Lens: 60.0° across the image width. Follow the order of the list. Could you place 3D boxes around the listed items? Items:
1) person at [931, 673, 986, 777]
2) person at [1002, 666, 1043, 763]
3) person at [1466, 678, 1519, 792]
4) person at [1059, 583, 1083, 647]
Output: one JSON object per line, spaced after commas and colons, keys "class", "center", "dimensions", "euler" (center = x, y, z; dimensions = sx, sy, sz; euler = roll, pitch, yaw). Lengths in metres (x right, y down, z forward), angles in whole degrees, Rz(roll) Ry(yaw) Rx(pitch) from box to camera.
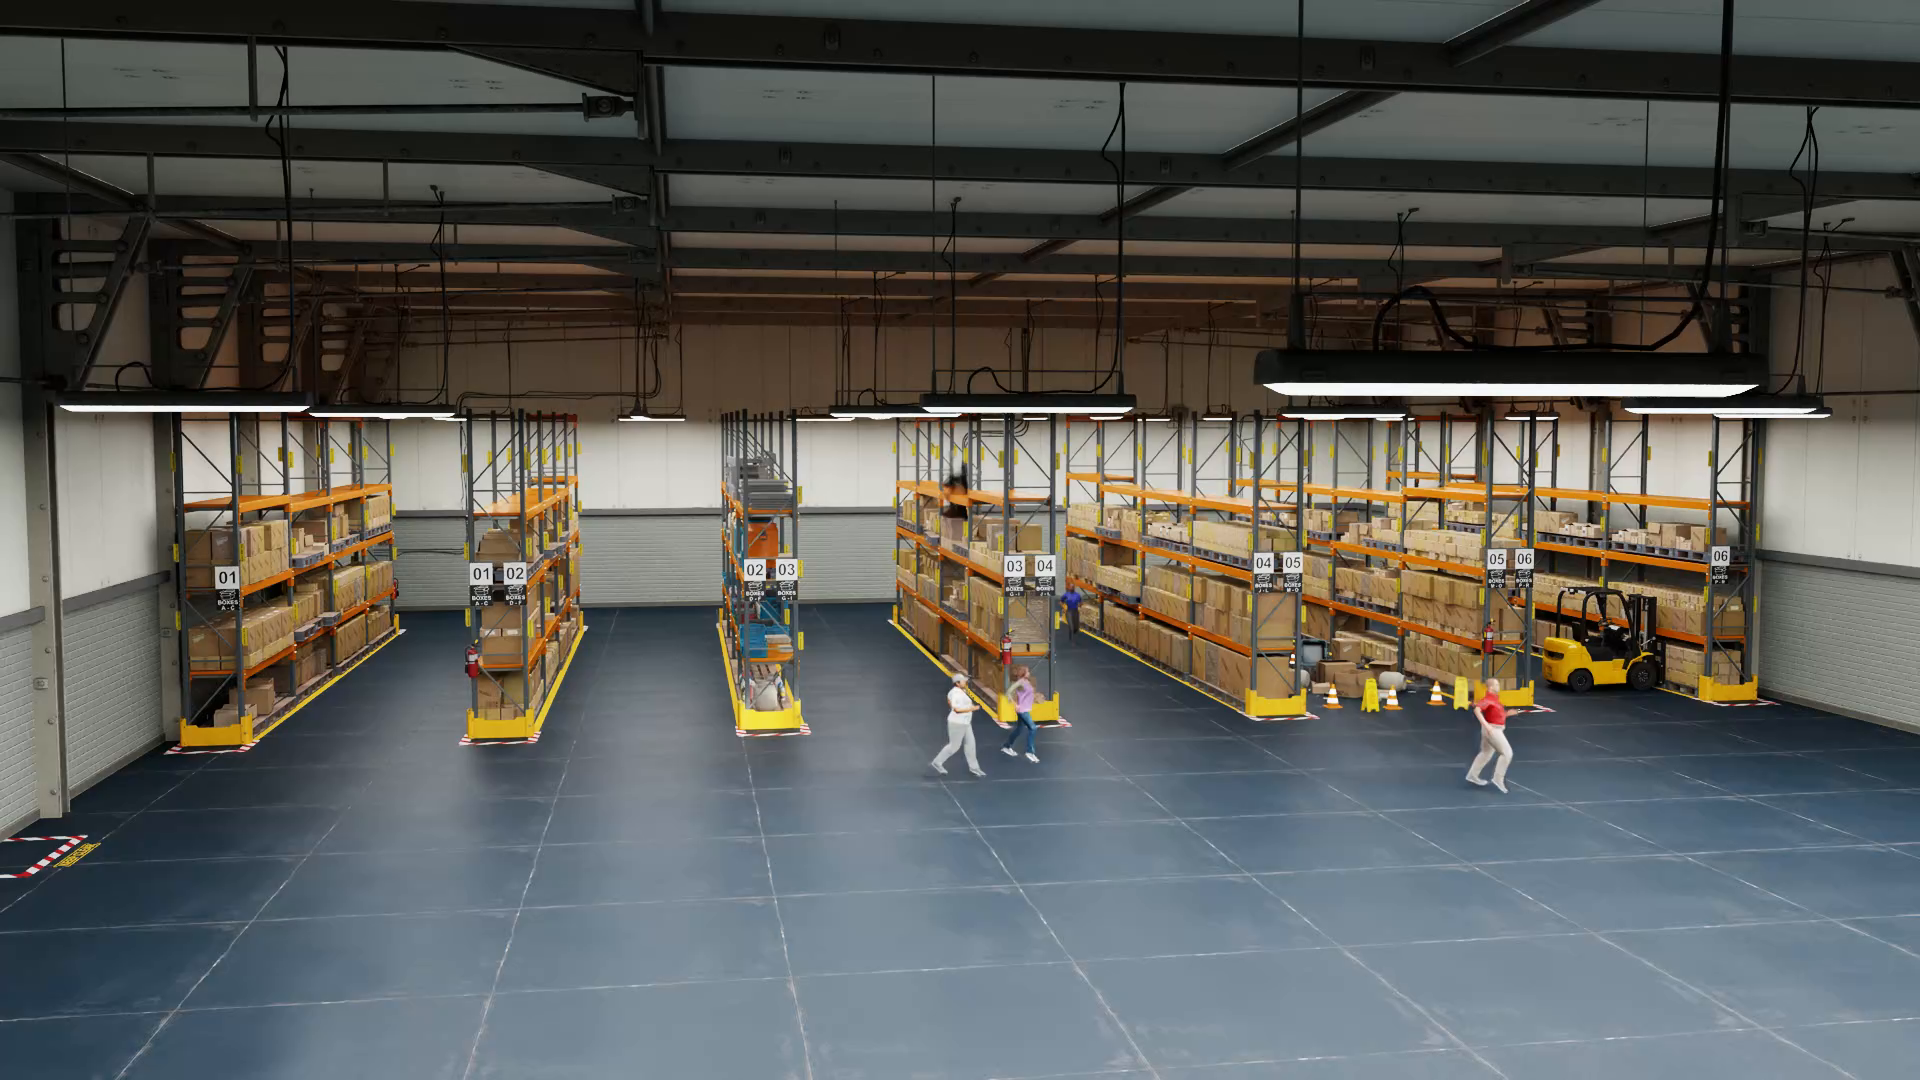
{"class": "person", "center": [-0.023, 2.998, 26.923], "dimensions": [0.886, 1.689, 0.602], "euler": [1, 4, 11]}
{"class": "person", "center": [1.058, 2.948, 28.240], "dimensions": [0.728, 1.646, 0.507], "euler": [1, 4, 15]}
{"class": "person", "center": [8.332, 3.059, 26.024], "dimensions": [0.768, 1.798, 0.629], "euler": [1, 4, 13]}
{"class": "person", "center": [2.879, 1.913, 42.949], "dimensions": [0.588, 1.623, 0.834], "euler": [-1, 4, -11]}
